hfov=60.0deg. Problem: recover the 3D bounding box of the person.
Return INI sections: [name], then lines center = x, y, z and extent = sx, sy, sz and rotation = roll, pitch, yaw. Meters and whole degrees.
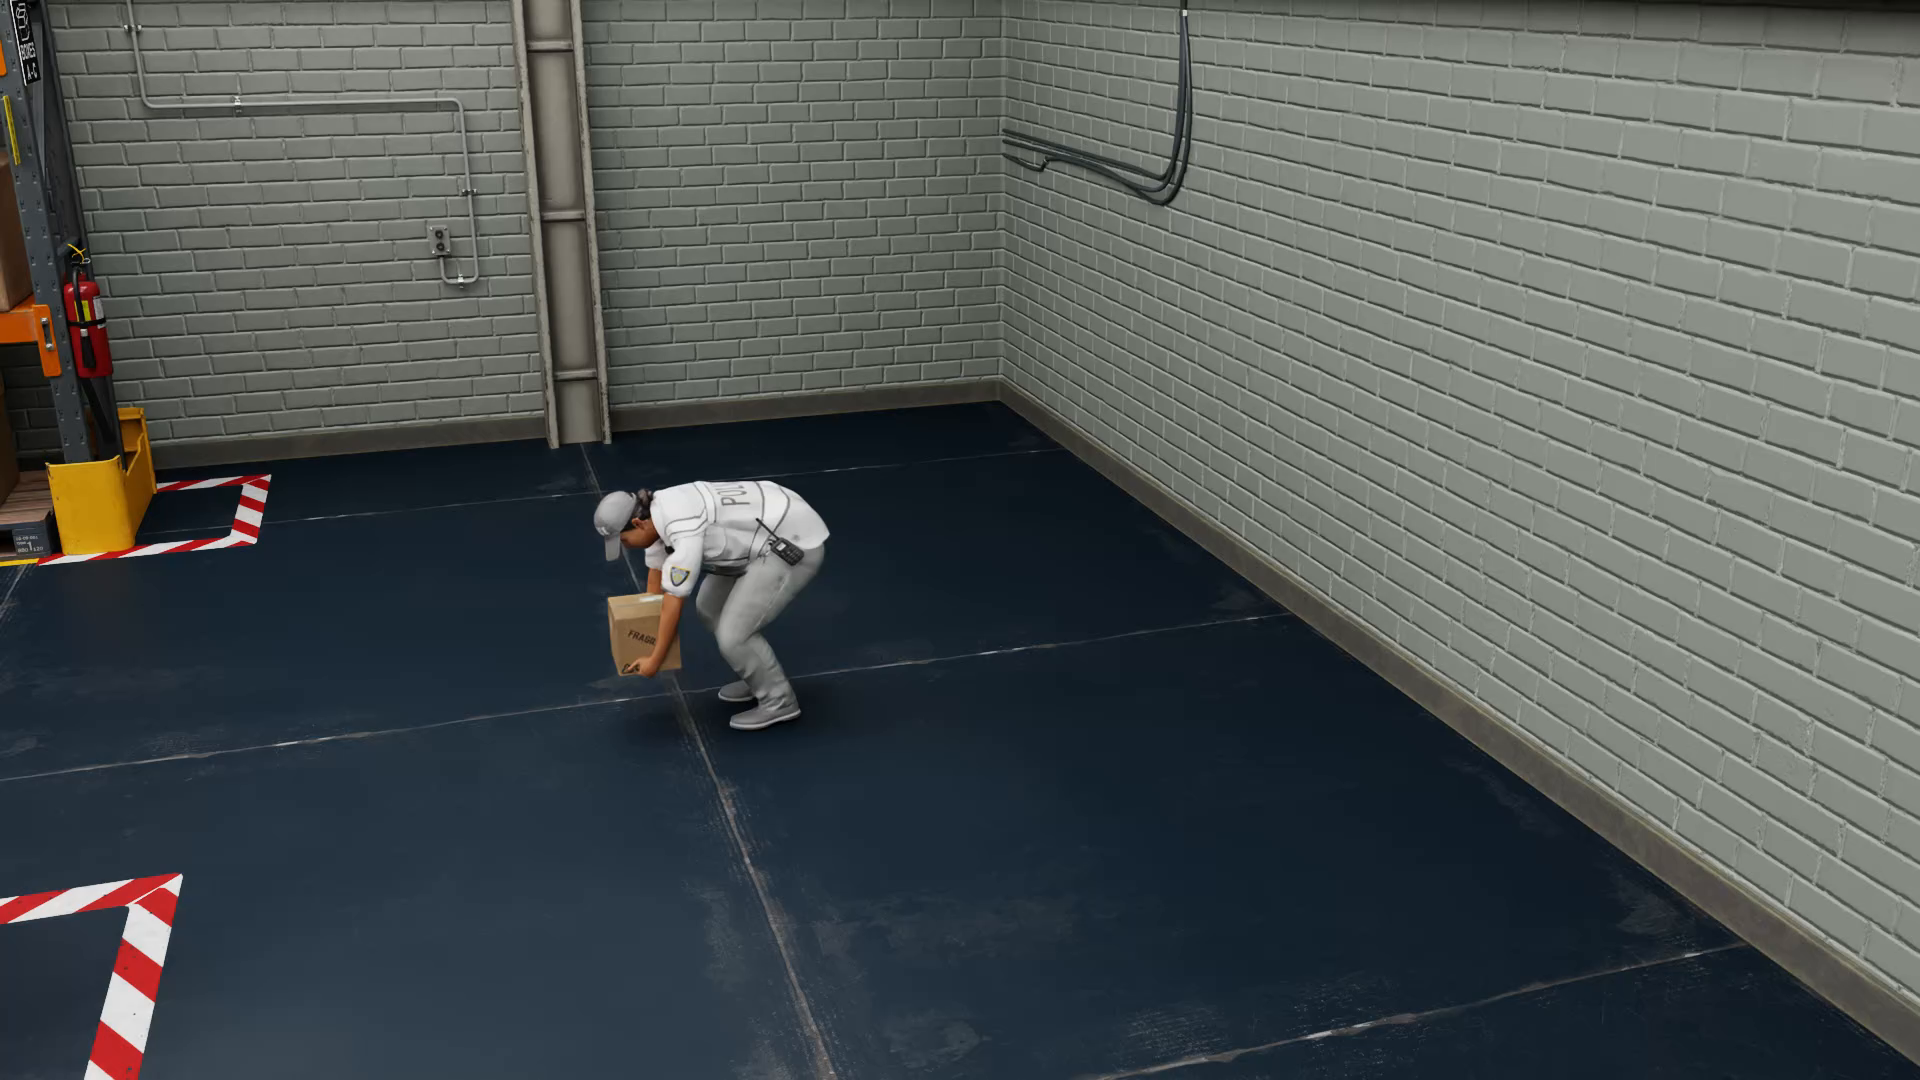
[person]
center = -1.001, 0.250, 6.817
extent = 0.938, 1.031, 0.512
rotation = -7, 21, -20
